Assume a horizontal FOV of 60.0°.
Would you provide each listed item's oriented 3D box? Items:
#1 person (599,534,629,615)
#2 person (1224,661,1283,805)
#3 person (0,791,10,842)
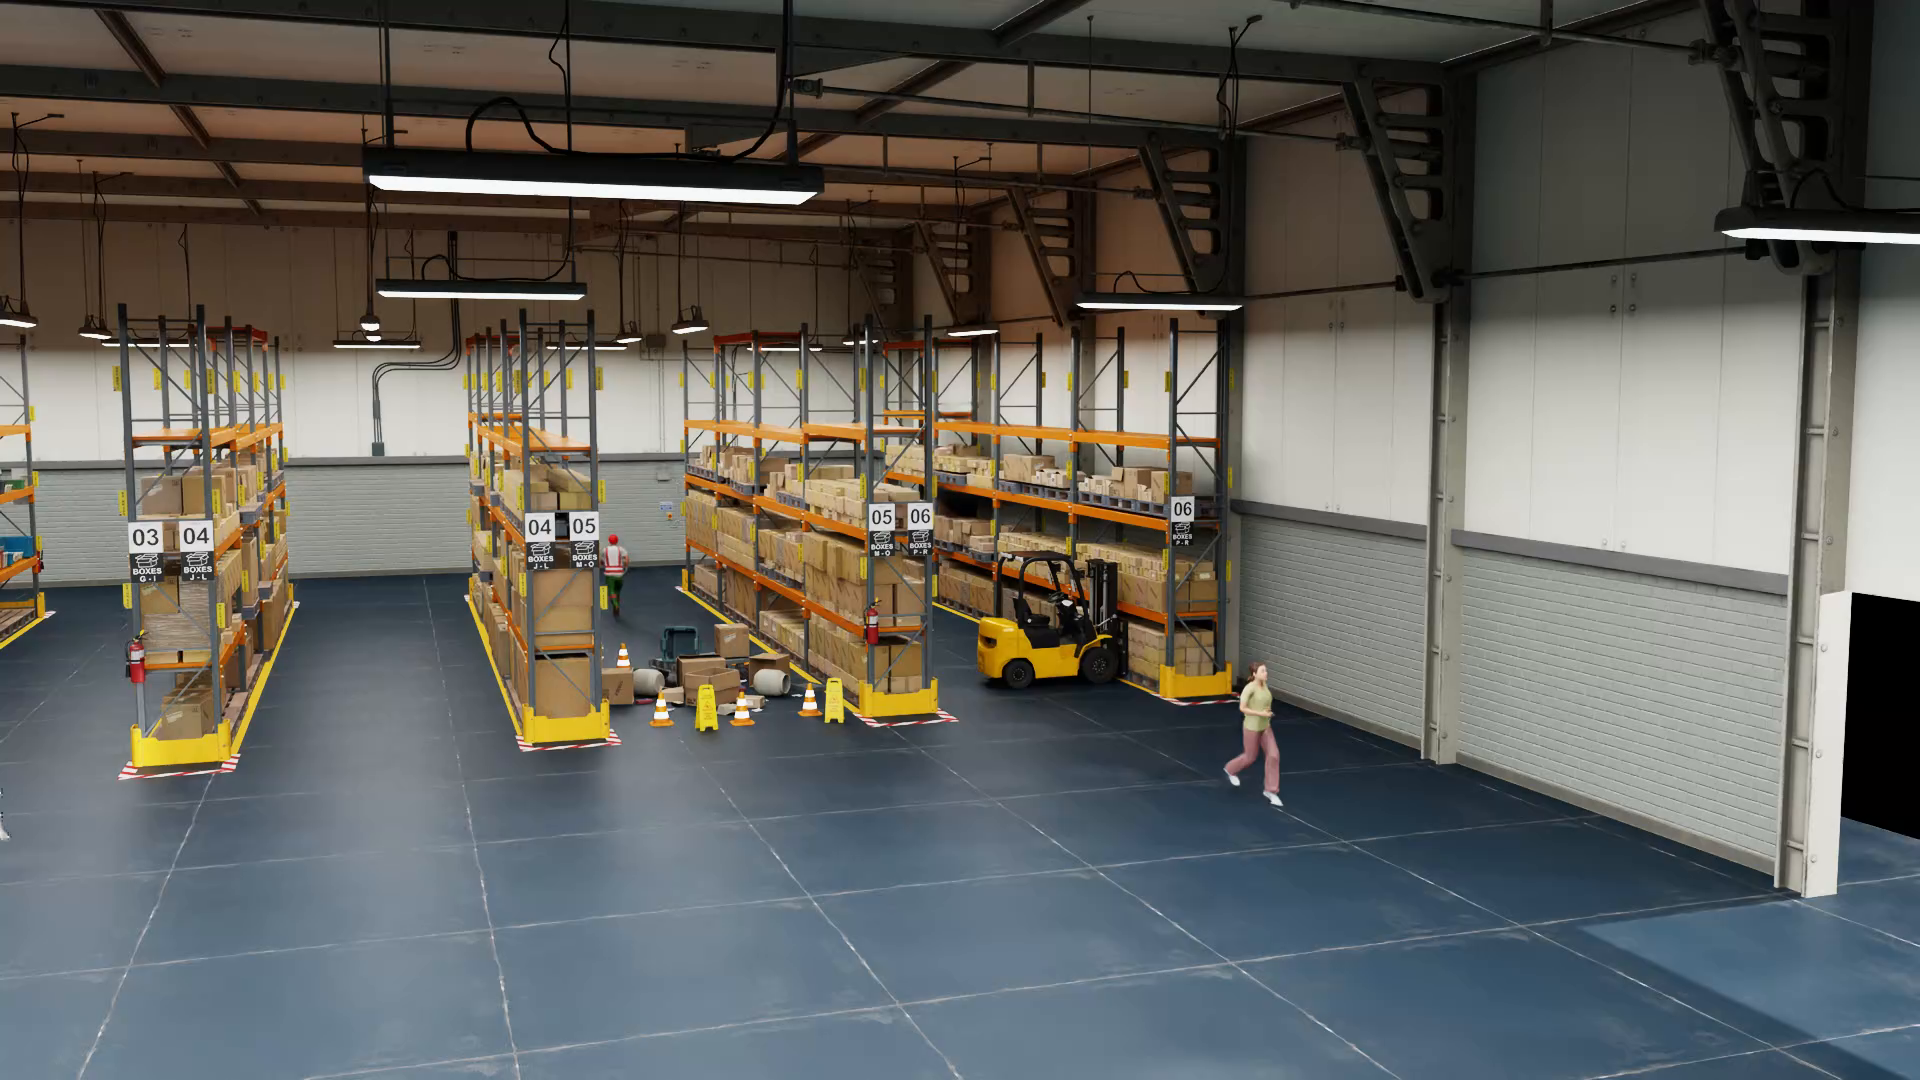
[{"bbox_3d":[-7.343,0.781,35.196,0.621,1.808,1.132,-2,6,-23],"label":"person"},{"bbox_3d":[3.537,2.294,20.013,0.608,1.708,0.922,-5,7,-41],"label":"person"},{"bbox_3d":[-10.815,2.437,18.124,0.806,1.741,0.603,1,6,10],"label":"person"}]
